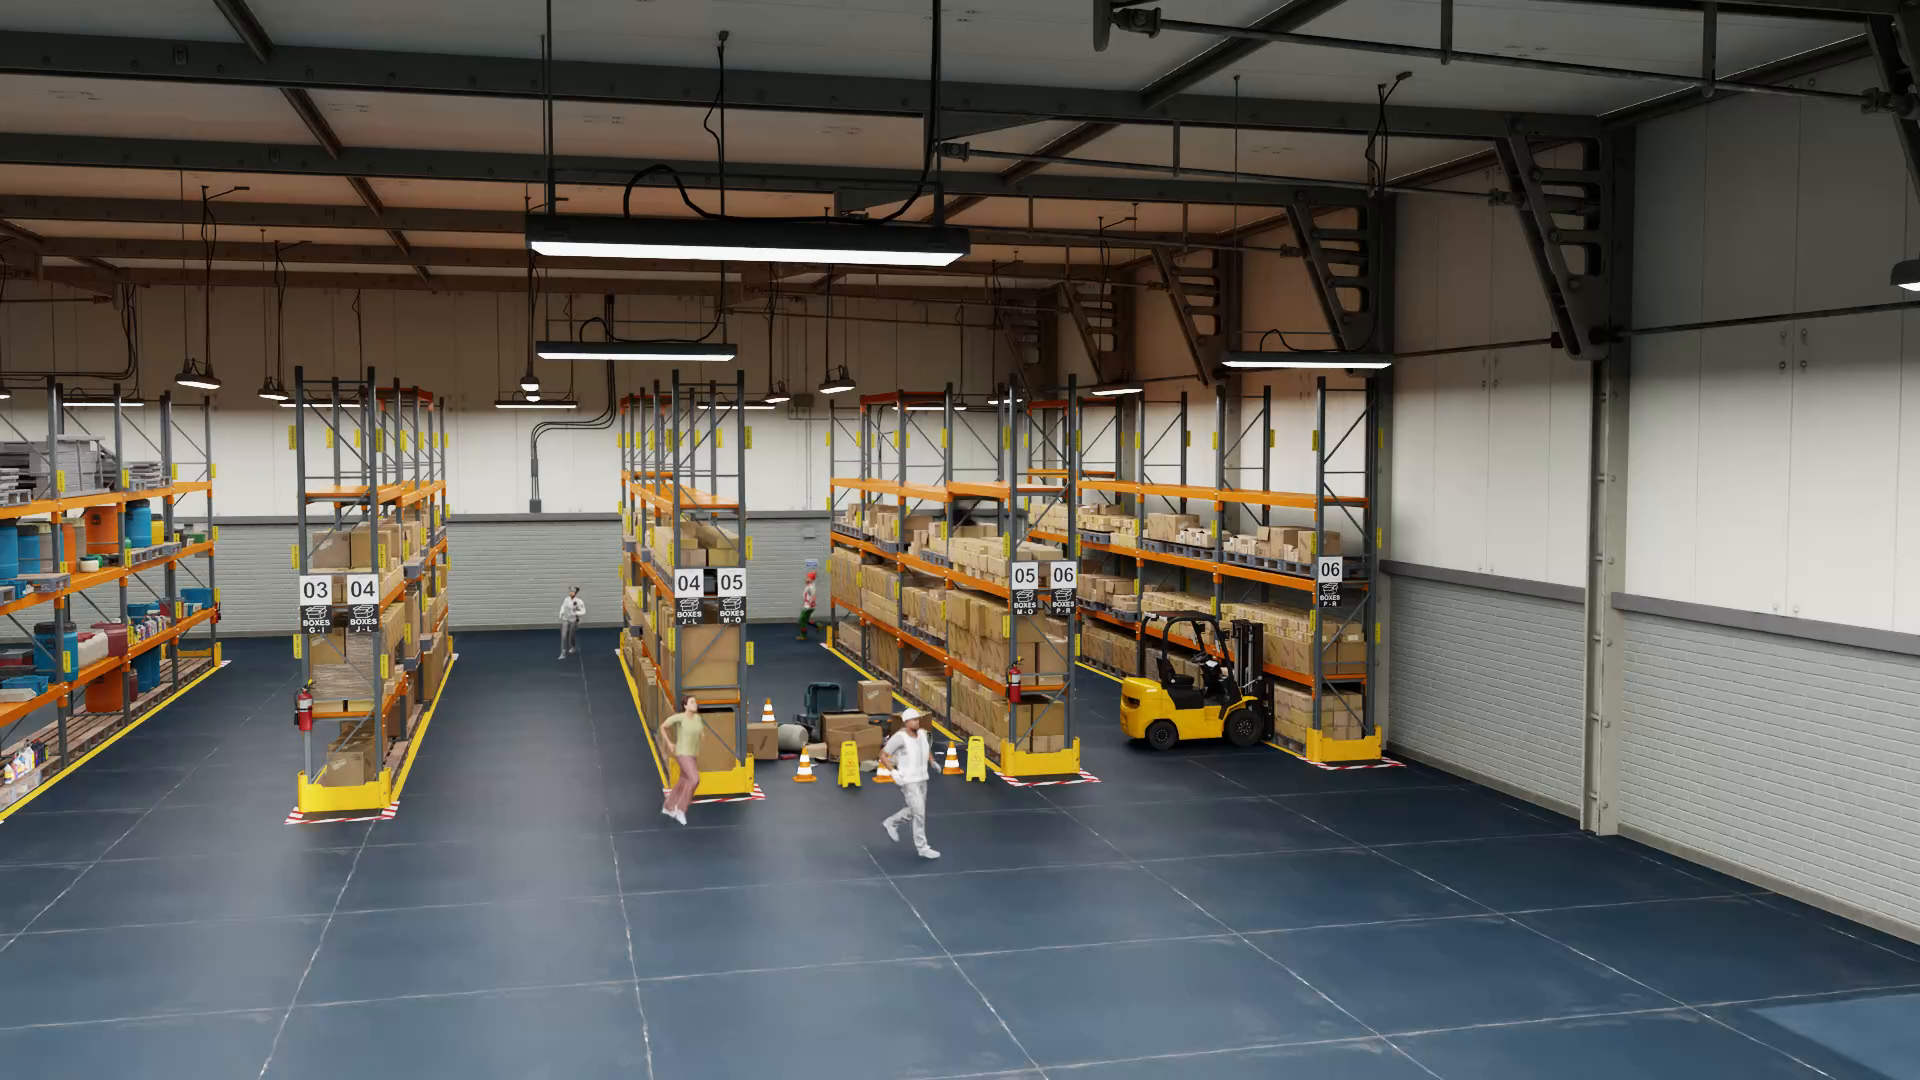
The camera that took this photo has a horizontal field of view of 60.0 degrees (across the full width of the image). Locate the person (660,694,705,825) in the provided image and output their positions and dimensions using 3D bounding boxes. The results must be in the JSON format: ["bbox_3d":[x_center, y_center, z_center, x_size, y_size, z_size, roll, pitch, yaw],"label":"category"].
[{"bbox_3d":[-3.615,2.875,21.973,0.653,1.668,0.568,2,4,31],"label":"person"}]

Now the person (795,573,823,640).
[{"bbox_3d":[-3.747,1.665,41.539,0.705,1.716,0.706,-1,3,-9],"label":"person"}]

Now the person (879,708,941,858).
[{"bbox_3d":[-0.597,2.907,20.086,0.936,1.762,0.713,3,4,38],"label":"person"}]

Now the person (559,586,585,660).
[{"bbox_3d":[-8.948,1.896,38.432,0.648,1.701,0.842,1,3,9],"label":"person"}]
